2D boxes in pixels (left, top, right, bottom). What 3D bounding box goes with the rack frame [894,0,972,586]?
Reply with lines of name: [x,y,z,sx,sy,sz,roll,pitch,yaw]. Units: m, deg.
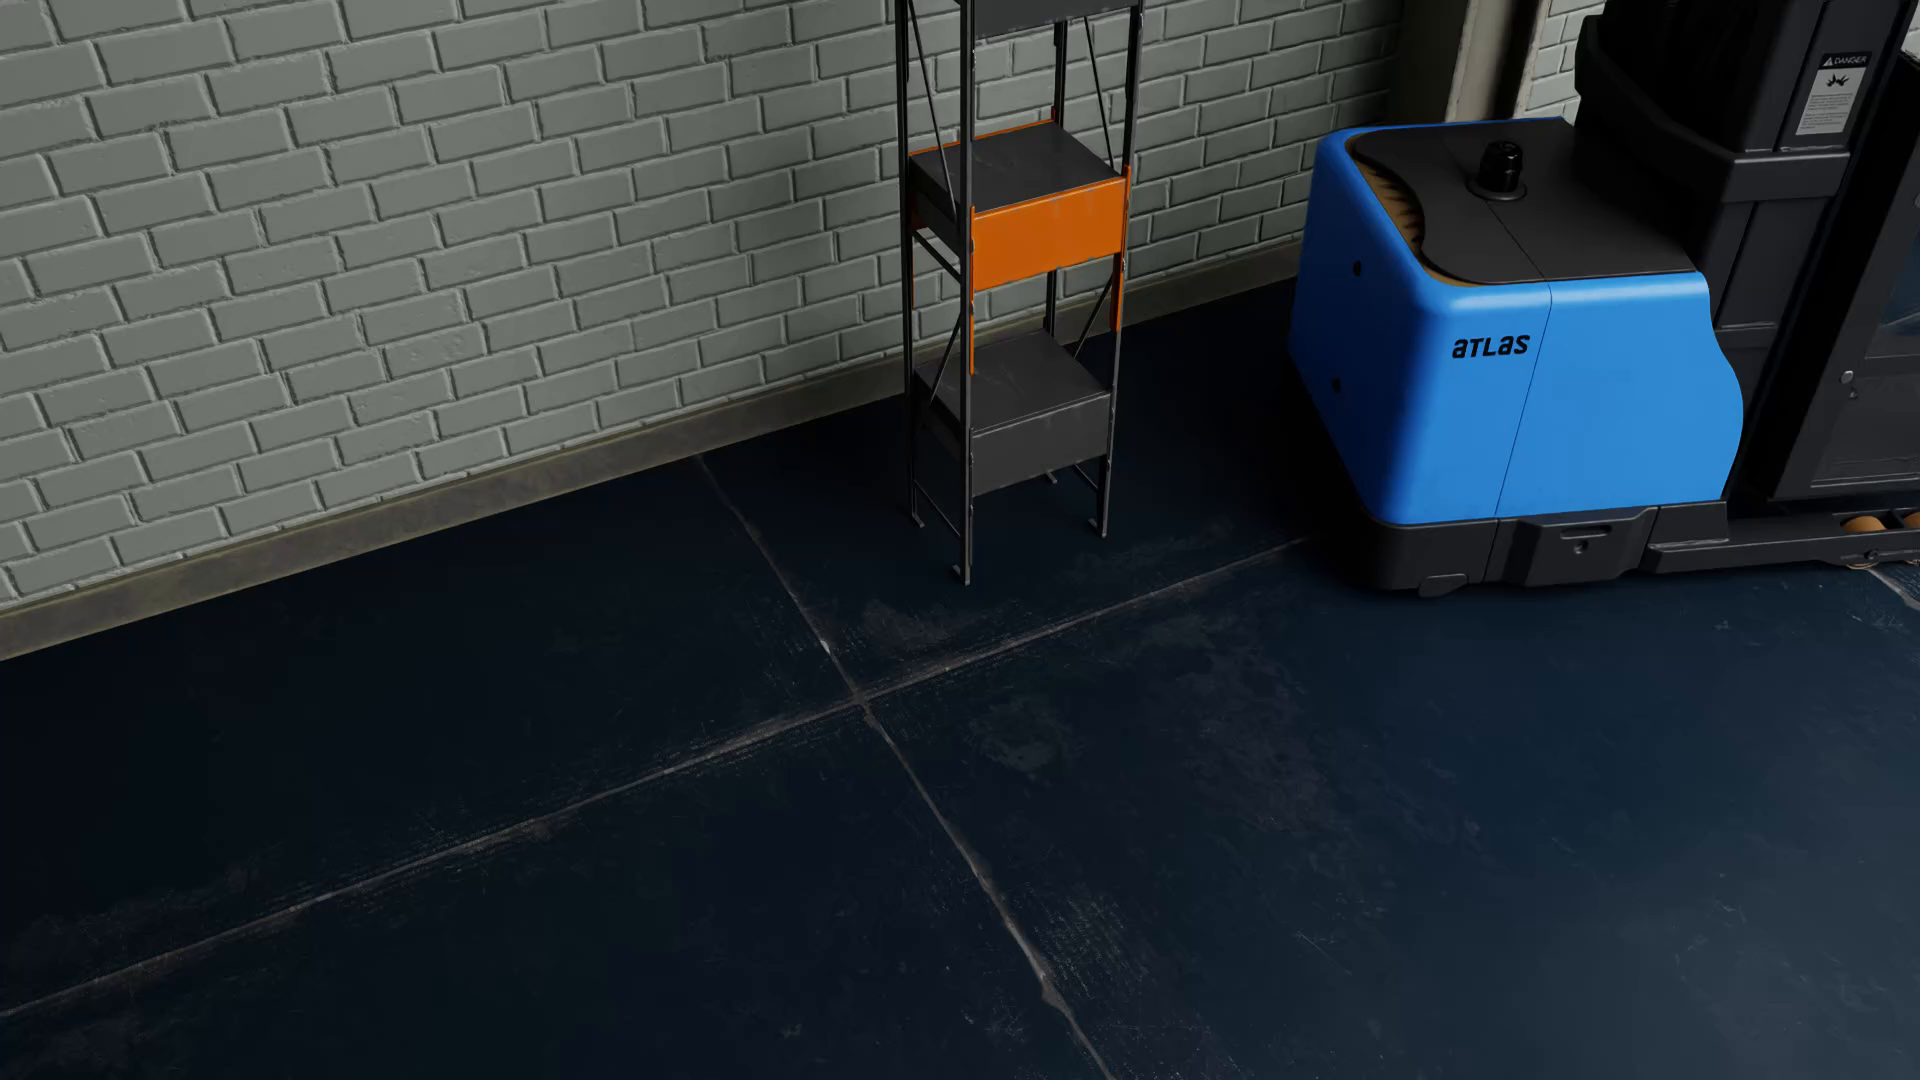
rack frame: [-0.070,-0.778,4.544,0.015,2.100,0.400,-19,44,-21]

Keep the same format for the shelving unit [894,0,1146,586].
shelving unit: [0.147,-0.851,4.630,0.503,2.100,0.431,-19,44,-21]

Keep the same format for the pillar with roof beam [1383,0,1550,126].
pillar with roof beam: [3.824,-2.087,0.750,0.400,9.000,9.100,-19,44,-21]

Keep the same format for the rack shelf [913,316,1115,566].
rack shelf: [0.147,-0.306,5.091,0.480,0.518,0.431,-19,44,-21]

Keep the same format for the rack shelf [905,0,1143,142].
rack shelf: [0.147,-1.375,4.187,0.480,0.518,0.431,-19,44,-21]

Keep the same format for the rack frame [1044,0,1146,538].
rack frame: [0.363,-0.924,4.716,0.015,2.100,0.400,-19,44,-21]

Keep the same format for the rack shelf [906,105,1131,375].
rack shelf: [0.147,-0.840,4.639,0.480,0.518,0.431,-19,44,-21]

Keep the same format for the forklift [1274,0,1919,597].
forklift: [2.628,-1.364,4.593,3.031,2.935,1.130,-5,40,-5]
